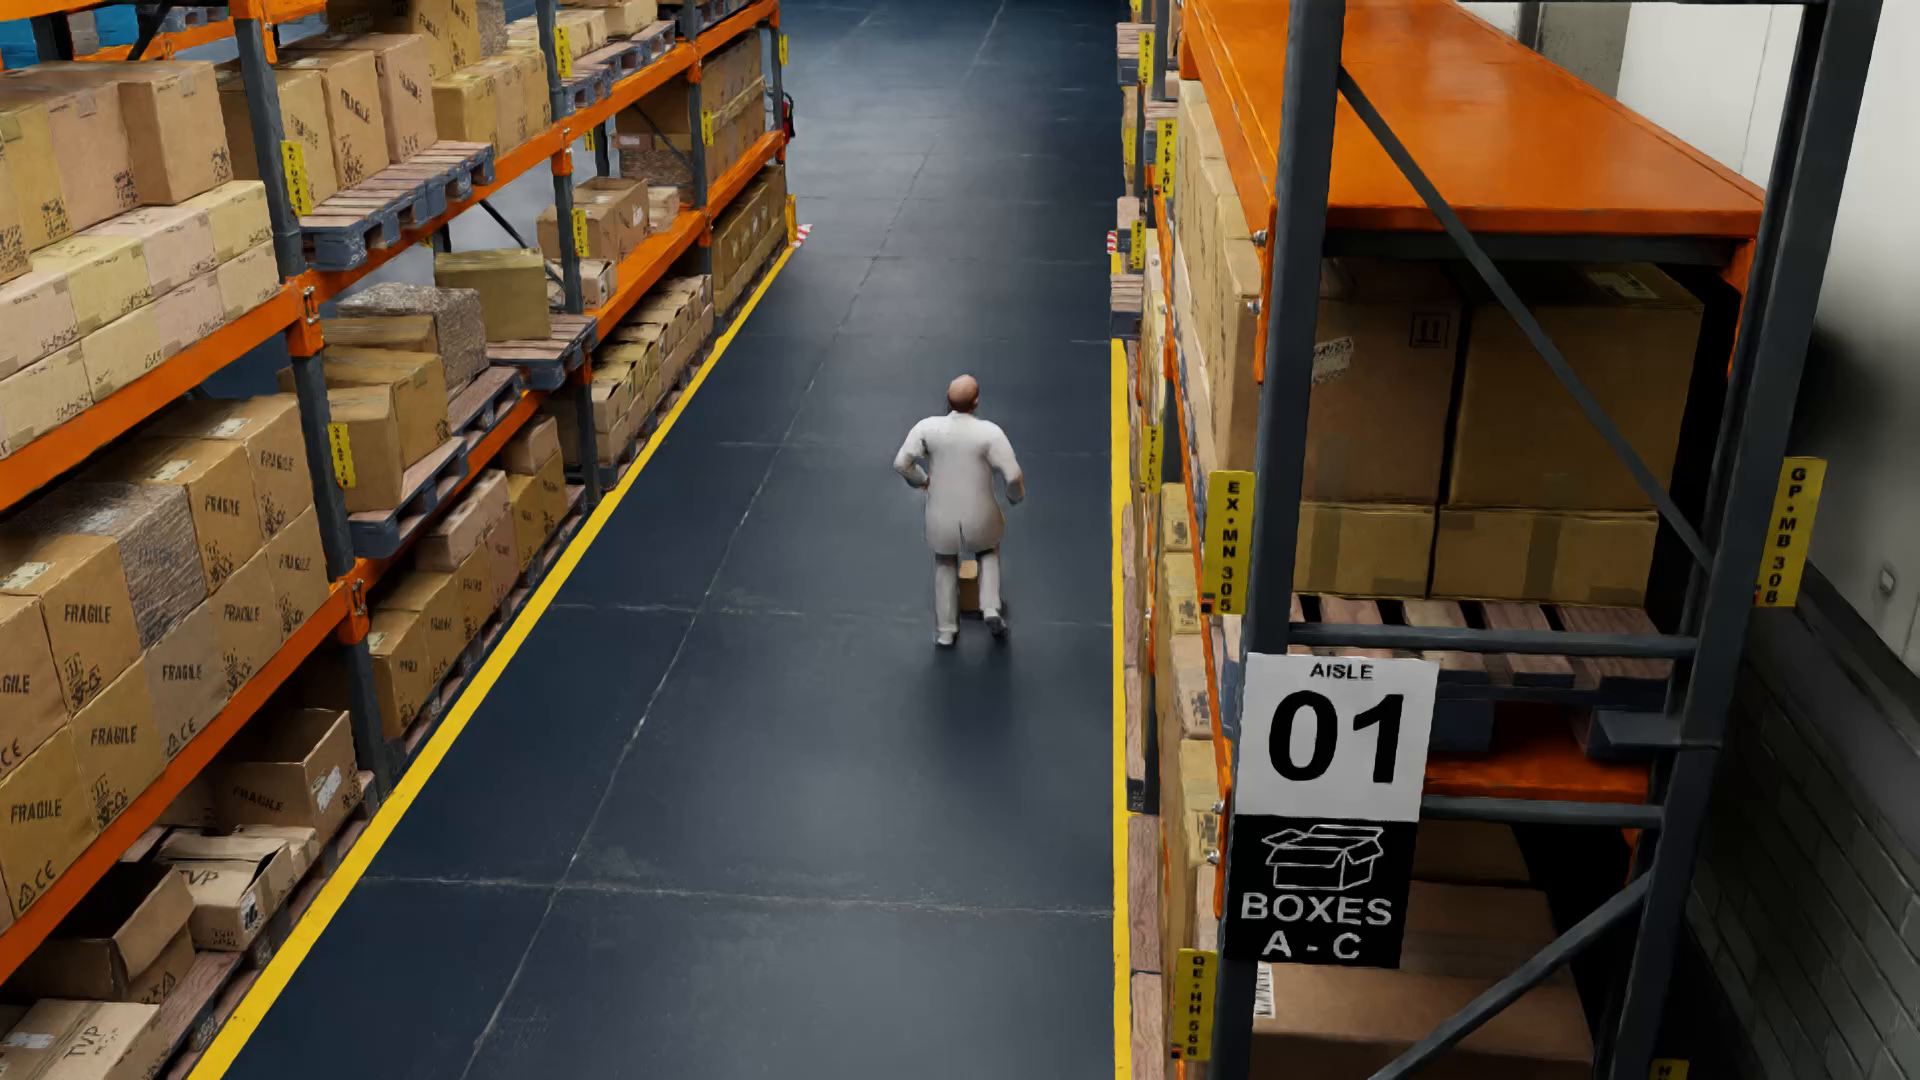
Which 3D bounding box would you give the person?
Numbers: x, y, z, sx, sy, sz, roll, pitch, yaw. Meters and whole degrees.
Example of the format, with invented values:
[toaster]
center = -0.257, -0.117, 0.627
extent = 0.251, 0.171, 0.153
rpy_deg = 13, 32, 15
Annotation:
[person]
center = 0.005, -0.188, 10.082
extent = 0.788, 1.750, 0.519
rpy_deg = 2, 24, 4
